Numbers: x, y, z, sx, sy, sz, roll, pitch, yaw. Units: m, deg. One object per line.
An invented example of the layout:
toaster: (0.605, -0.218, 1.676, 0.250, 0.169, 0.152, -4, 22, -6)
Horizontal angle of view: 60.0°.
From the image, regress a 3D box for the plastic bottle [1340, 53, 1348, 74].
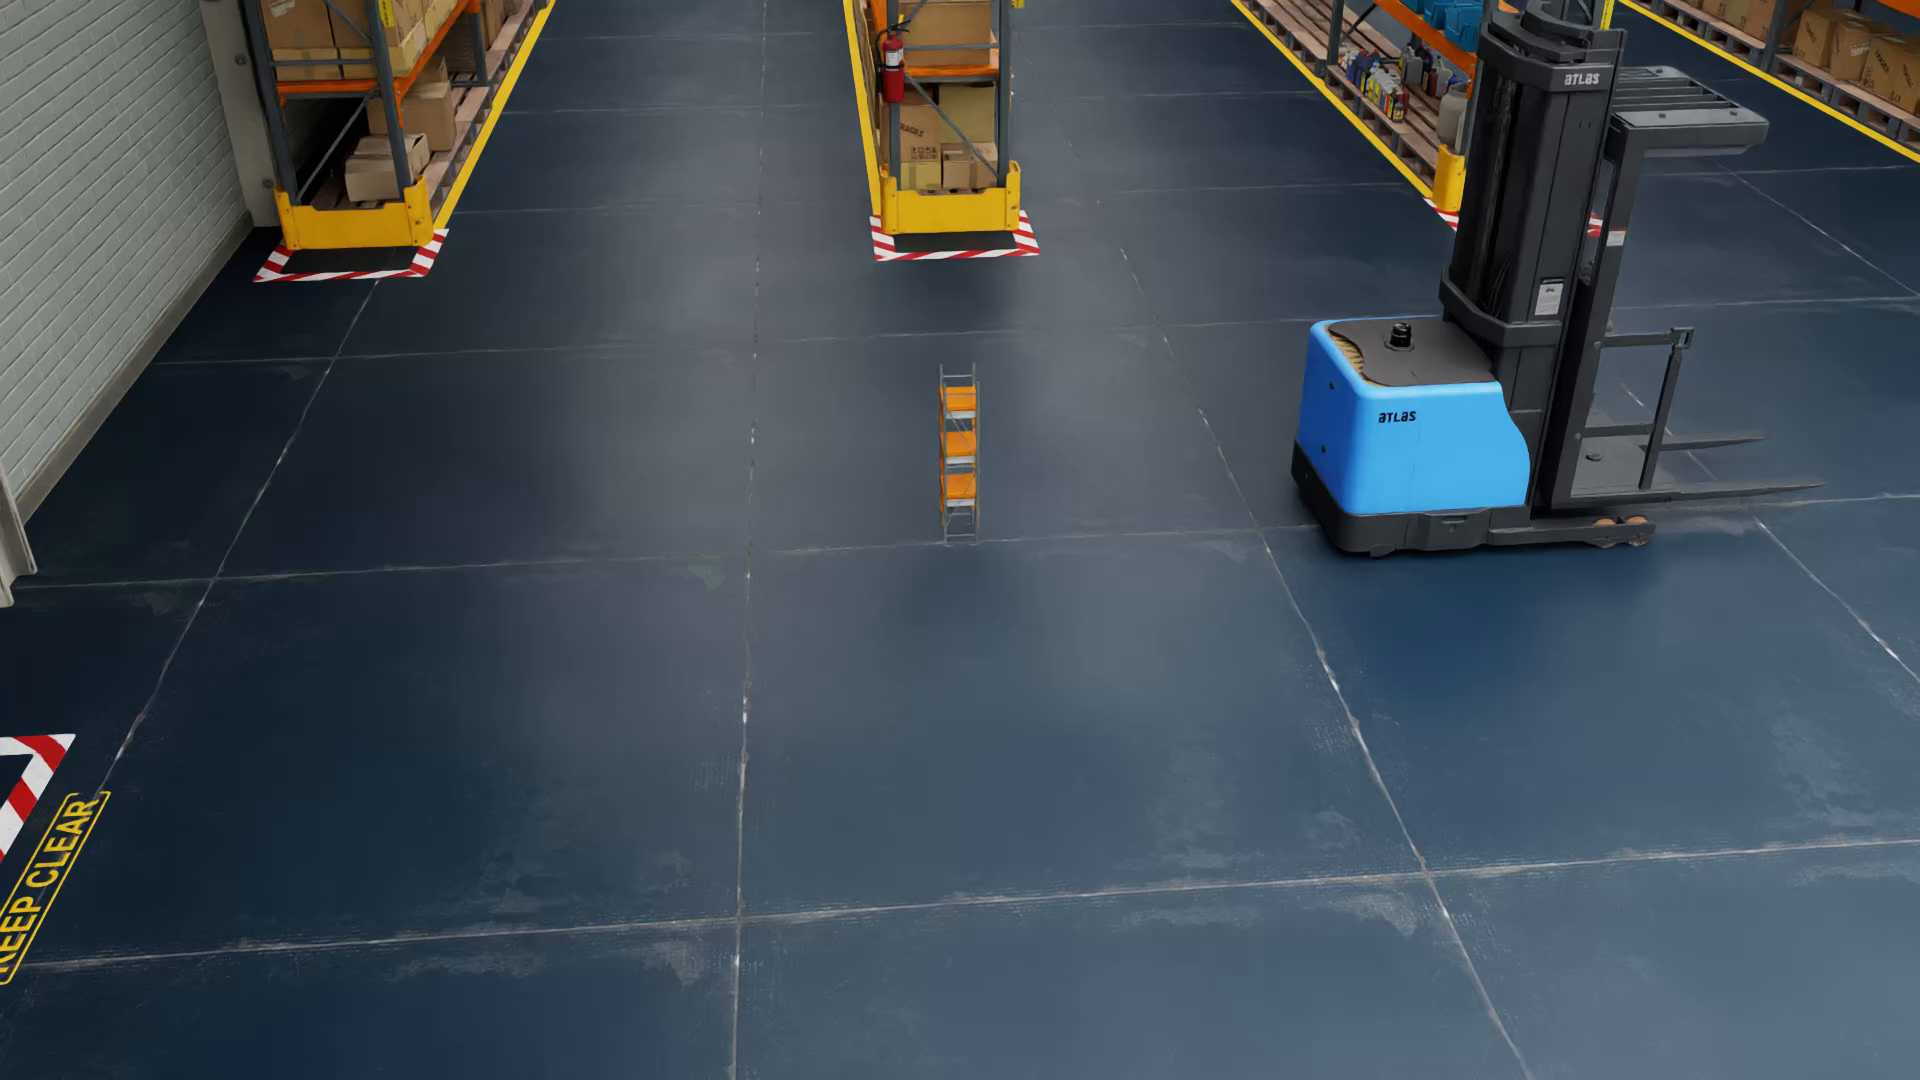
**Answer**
plastic bottle: (4.072, -5.030, 17.547, 0.097, 0.201, 0.097, 0, 31, 0)

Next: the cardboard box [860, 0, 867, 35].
cardboard box: (-0.841, -5.742, 18.163, 0.500, 0.311, 0.500, -2, 31, -3)

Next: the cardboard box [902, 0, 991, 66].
cardboard box: (-0.120, -4.282, 13.897, 0.700, 0.500, 0.500, -3, 31, -5)

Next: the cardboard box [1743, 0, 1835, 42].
cardboard box: (9.365, -5.946, 18.788, 0.700, 0.500, 0.500, -5, 31, -8)

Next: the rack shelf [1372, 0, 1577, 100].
rack shelf: (4.656, -4.948, 15.811, 1.077, 0.370, 4.000, -3, 31, -5)

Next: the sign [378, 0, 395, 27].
sign: (-4.480, -4.159, 12.944, 0.100, 0.325, 0.005, -3, 31, -5)

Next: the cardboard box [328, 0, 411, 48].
cardboard box: (-4.766, -4.286, 13.396, 0.500, 0.500, 0.500, -3, 31, -5)

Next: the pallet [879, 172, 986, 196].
pallet: (-0.202, -3.192, 14.888, 1.003, 0.211, 1.213, -3, 31, -5)

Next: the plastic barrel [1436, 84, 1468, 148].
plastic barrel: (4.659, -3.936, 15.432, 0.421, 0.512, 0.421, 0, 31, 0)

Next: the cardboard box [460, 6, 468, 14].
cardboard box: (-5.524, -5.841, 17.881, 0.500, 0.250, 0.500, -3, 31, -6)

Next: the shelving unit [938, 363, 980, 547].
shelving unit: (-0.005, -0.478, 9.527, 0.215, 1.050, 0.252, -3, 31, -5)

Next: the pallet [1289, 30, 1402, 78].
pallet: (4.357, -5.480, 18.719, 1.003, 0.211, 1.213, -3, 31, -5)

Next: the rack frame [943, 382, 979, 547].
rack frame: (0.006, -0.416, 9.423, 0.200, 1.050, 0.008, -3, 31, -5)

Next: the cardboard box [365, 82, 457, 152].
cardboard box: (-5.068, -3.903, 15.368, 0.700, 0.500, 0.500, -5, 31, -8)

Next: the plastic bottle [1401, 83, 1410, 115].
plastic bottle: (4.345, -4.311, 16.262, 0.061, 0.283, 0.133, -3, 31, -5)

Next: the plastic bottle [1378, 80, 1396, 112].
plastic bottle: (4.226, -4.373, 16.374, 0.152, 0.276, 0.135, -4, 31, -6)

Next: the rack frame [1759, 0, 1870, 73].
rack frame: (9.401, -6.515, 17.733, 1.000, 3.000, 0.127, -3, 31, -5)

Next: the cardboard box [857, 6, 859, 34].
cardboard box: (-0.930, -6.020, 19.175, 0.500, 0.250, 0.500, -2, 31, -4)

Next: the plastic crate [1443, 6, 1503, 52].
plastic crate: (4.498, -4.413, 14.359, 0.499, 0.251, 0.616, -3, 31, -5)

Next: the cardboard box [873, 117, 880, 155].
cardboard box: (-0.540, -3.770, 15.409, 0.500, 0.250, 0.500, -3, 31, -5)

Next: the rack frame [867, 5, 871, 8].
rack frame: (-0.463, -6.043, 16.942, 1.000, 3.000, 0.127, -3, 31, -5)

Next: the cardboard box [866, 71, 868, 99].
cardboard box: (-0.679, -4.536, 16.691, 0.500, 0.250, 0.500, -3, 31, -5)

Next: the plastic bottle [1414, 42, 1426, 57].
plastic bottle: (4.817, -5.015, 17.375, 0.144, 0.351, 0.185, -4, 31, -6)

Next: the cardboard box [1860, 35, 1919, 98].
cardboard box: (9.596, -4.811, 16.908, 0.500, 0.500, 0.500, -5, 31, -9)

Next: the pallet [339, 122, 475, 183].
pallet: (-5.179, -3.641, 15.640, 1.003, 0.211, 1.213, -3, 31, -5)

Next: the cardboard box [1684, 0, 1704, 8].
cardboard box: (9.234, -6.761, 20.152, 0.700, 0.500, 0.500, 0, 31, 0)

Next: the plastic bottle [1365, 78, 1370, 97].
plastic bottle: (4.153, -4.592, 16.812, 0.097, 0.201, 0.097, 0, 31, 0)

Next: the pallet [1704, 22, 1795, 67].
pallet: (9.327, -5.716, 19.114, 1.003, 0.211, 1.213, -3, 31, -5)

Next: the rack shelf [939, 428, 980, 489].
rack shelf: (-0.005, -0.469, 9.532, 0.215, 0.259, 0.240, -3, 31, -5)

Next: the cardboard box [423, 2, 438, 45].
cardboard box: (-4.854, -4.495, 14.477, 0.500, 0.250, 0.500, -3, 31, -5)

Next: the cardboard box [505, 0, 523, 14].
cardboard box: (-5.649, -6.596, 19.877, 0.700, 0.500, 0.500, -2, 31, -4)

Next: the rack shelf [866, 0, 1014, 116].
rack shelf: (-0.276, -4.713, 15.417, 1.077, 0.370, 4.000, -3, 31, -5)

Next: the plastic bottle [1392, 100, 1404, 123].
plastic bottle: (4.235, -4.140, 16.056, 0.097, 0.201, 0.097, 0, 31, 0)

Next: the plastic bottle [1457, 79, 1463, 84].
plastic bottle: (4.943, -4.420, 16.457, 0.097, 0.271, 0.097, 0, 31, 0)

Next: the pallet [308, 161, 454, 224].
pallet: (-5.068, -3.019, 14.600, 1.003, 0.211, 1.213, -3, 31, -5)

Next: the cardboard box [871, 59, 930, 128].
cardboard box: (-0.543, -4.092, 15.216, 0.500, 0.500, 0.500, -3, 31, -5)

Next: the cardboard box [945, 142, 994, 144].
cardboard box: (0.032, -3.540, 15.024, 0.500, 0.250, 0.500, -3, 31, -5)

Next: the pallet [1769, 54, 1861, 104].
pallet: (9.499, -4.977, 17.877, 1.003, 0.211, 1.213, -3, 31, -5)

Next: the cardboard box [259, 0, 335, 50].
cardboard box: (-5.276, -4.258, 13.349, 0.500, 0.500, 0.500, -3, 31, -5)

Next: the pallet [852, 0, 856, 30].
pallet: (-0.798, -6.466, 20.369, 1.003, 0.211, 1.213, -3, 31, -5)

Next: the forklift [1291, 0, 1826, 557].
forklift: (3.605, -1.480, 9.370, 3.031, 2.935, 1.130, -4, 31, -6)

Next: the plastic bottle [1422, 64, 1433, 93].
plastic bottle: (4.765, -4.705, 16.922, 0.061, 0.283, 0.133, -3, 31, -5)

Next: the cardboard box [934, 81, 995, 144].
cardboard box: (0.034, -3.862, 14.832, 0.500, 0.500, 0.500, -3, 31, -5)

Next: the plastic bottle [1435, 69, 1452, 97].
plastic bottle: (4.876, -4.637, 16.815, 0.152, 0.276, 0.135, -2, 31, -4)

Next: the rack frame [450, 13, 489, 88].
rack frame: (-5.394, -5.804, 16.541, 1.000, 3.000, 0.127, -3, 31, -5)

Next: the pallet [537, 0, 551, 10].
pallet: (-5.767, -7.055, 21.355, 1.003, 0.211, 1.213, -3, 31, -5)

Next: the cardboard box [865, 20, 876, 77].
cardboard box: (-0.676, -4.858, 16.499, 0.500, 0.500, 0.500, -3, 31, -5)

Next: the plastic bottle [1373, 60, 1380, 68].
plastic bottle: (4.266, -4.795, 17.085, 0.097, 0.271, 0.097, 0, 31, 0)

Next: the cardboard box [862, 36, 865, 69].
cardboard box: (-0.790, -5.240, 17.871, 0.500, 0.250, 0.500, -3, 31, -5)

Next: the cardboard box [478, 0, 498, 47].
cardboard box: (-5.585, -5.818, 18.574, 0.700, 0.500, 0.500, -2, 31, -4)

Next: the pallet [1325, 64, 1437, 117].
pallet: (4.491, -4.736, 17.474, 1.003, 0.211, 1.213, -3, 31, -5)

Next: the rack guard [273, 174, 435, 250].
rack guard: (-5.028, -2.727, 13.828, 1.175, 0.500, 0.348, -3, 31, -5)

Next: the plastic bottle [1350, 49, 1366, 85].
plastic bottle: (4.132, -4.898, 17.179, 0.144, 0.351, 0.185, -2, 31, -3)
